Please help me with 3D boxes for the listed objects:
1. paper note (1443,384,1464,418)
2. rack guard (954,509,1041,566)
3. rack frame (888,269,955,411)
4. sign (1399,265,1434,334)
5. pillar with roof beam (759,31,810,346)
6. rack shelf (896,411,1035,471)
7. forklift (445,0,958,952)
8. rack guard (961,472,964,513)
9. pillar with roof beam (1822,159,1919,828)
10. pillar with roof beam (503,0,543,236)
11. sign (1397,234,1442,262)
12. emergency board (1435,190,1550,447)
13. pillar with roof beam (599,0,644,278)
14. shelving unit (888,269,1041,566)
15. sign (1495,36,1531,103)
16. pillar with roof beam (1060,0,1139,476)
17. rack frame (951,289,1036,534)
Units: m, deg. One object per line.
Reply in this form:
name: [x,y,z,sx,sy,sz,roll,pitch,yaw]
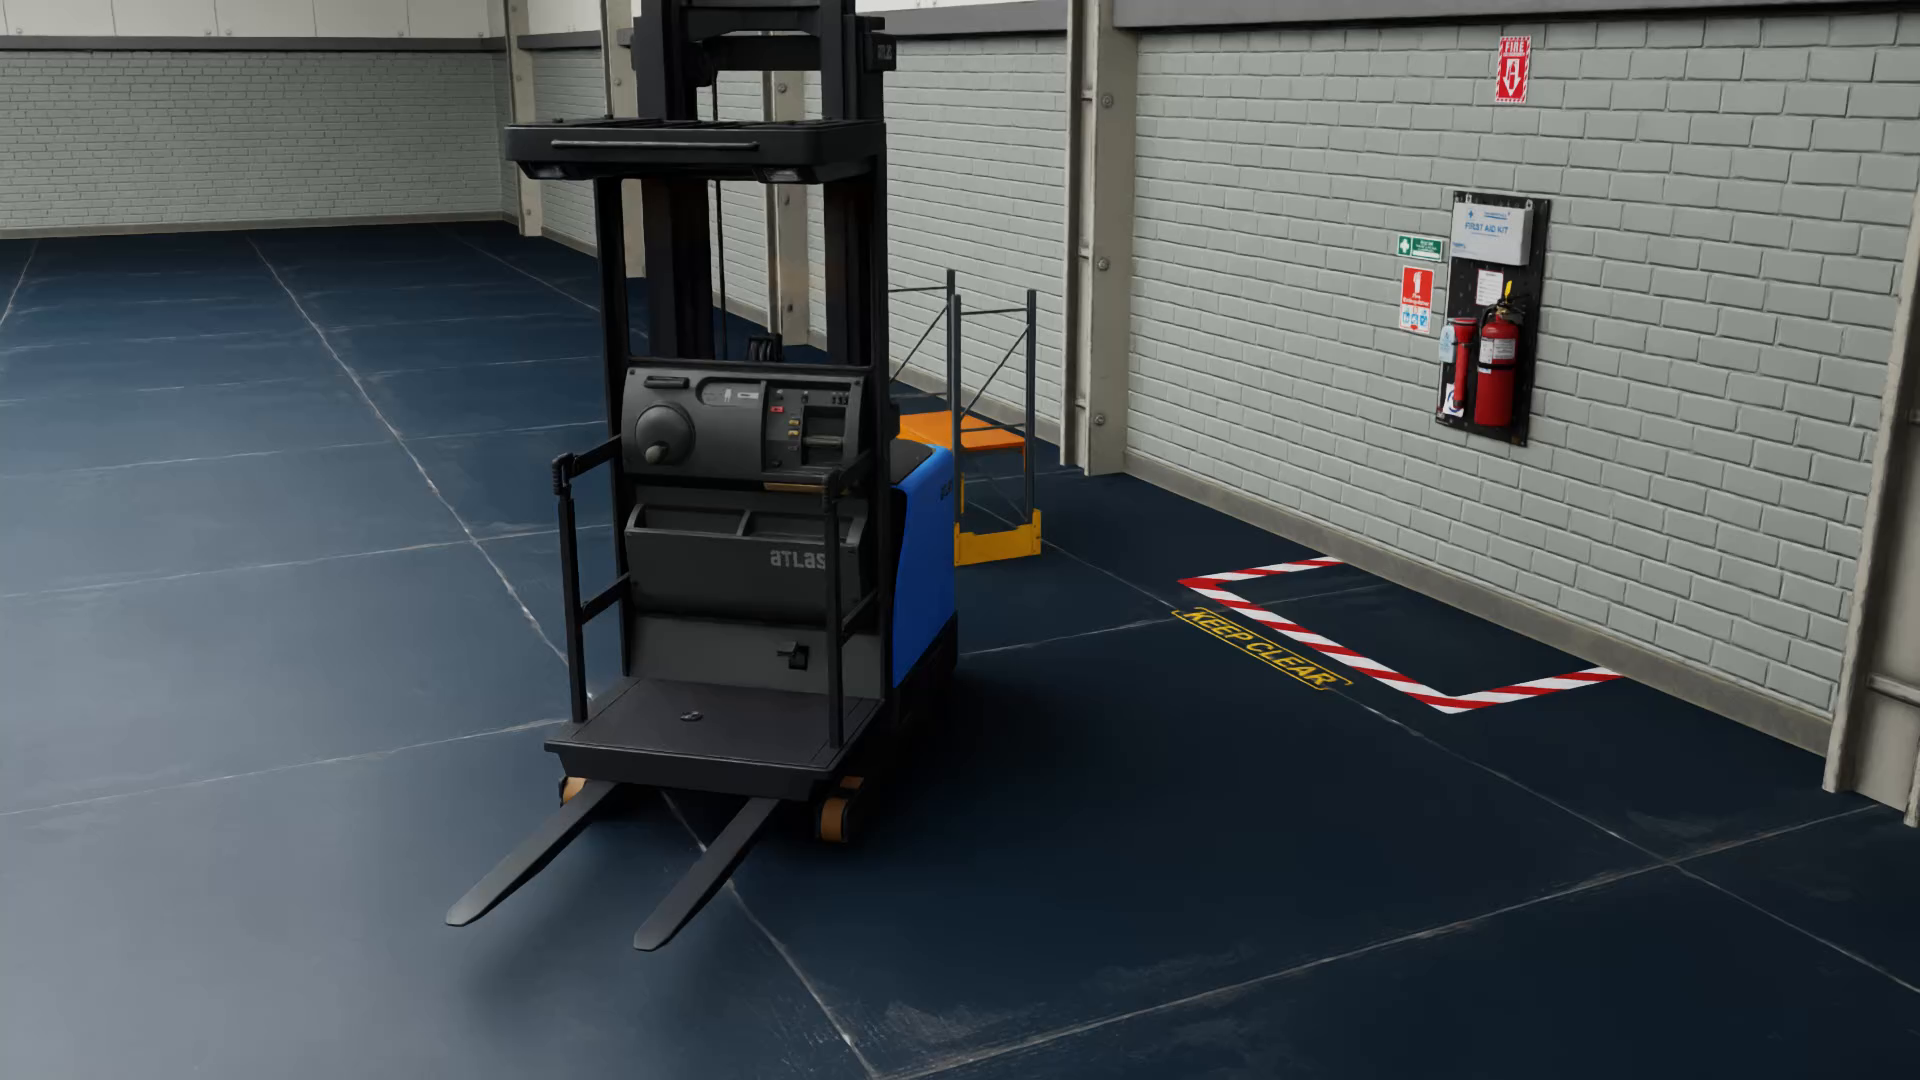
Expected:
paper note: [2.484,-0.701,8.353,0.016,0.148,0.142,-8,18,-25]
rack guard: [0.185,-0.016,9.352,0.587,0.250,0.087,-8,18,-25]
rack frame: [-0.260,-0.868,10.057,0.500,1.500,0.032,-8,18,-25]
sign: [2.350,-1.239,8.565,0.001,0.329,0.234,-8,18,-25]
pillar with roof beam: [-5.579,-5.794,13.626,9.100,9.000,0.400,-8,18,-25]
rack shelf: [-0.037,-0.569,9.667,0.538,0.185,1.000,-8,18,-25]
forklift: [-0.856,-0.436,5.955,1.130,2.935,3.031,4,16,13]
rack guard: [-0.252,-0.263,10.212,0.587,0.250,0.087,-8,18,-25]
pillar with roof beam: [-0.322,-2.818,3.257,9.100,9.000,0.400,-8,18,-25]
pillar with roof beam: [-10.837,-8.769,23.995,9.100,9.000,0.400,-8,18,-25]
sign: [2.344,-1.491,8.485,0.001,0.109,0.331,-8,18,-25]
emergency board: [2.499,-1.072,8.049,0.194,1.169,0.643,-8,18,-25]
pillar with roof beam: [-8.208,-7.282,18.810,9.100,9.000,0.400,-8,18,-25]
shelving unit: [-0.033,-0.740,9.610,0.587,1.500,1.083,-8,18,-25]
sign: [2.585,-2.201,7.778,0.001,0.298,0.199,-8,18,-25]
pillar with roof beam: [-2.951,-4.306,8.442,9.100,9.000,0.400,-8,18,-25]
rack frame: [0.185,-0.616,9.178,0.500,1.500,0.032,-8,18,-25]
